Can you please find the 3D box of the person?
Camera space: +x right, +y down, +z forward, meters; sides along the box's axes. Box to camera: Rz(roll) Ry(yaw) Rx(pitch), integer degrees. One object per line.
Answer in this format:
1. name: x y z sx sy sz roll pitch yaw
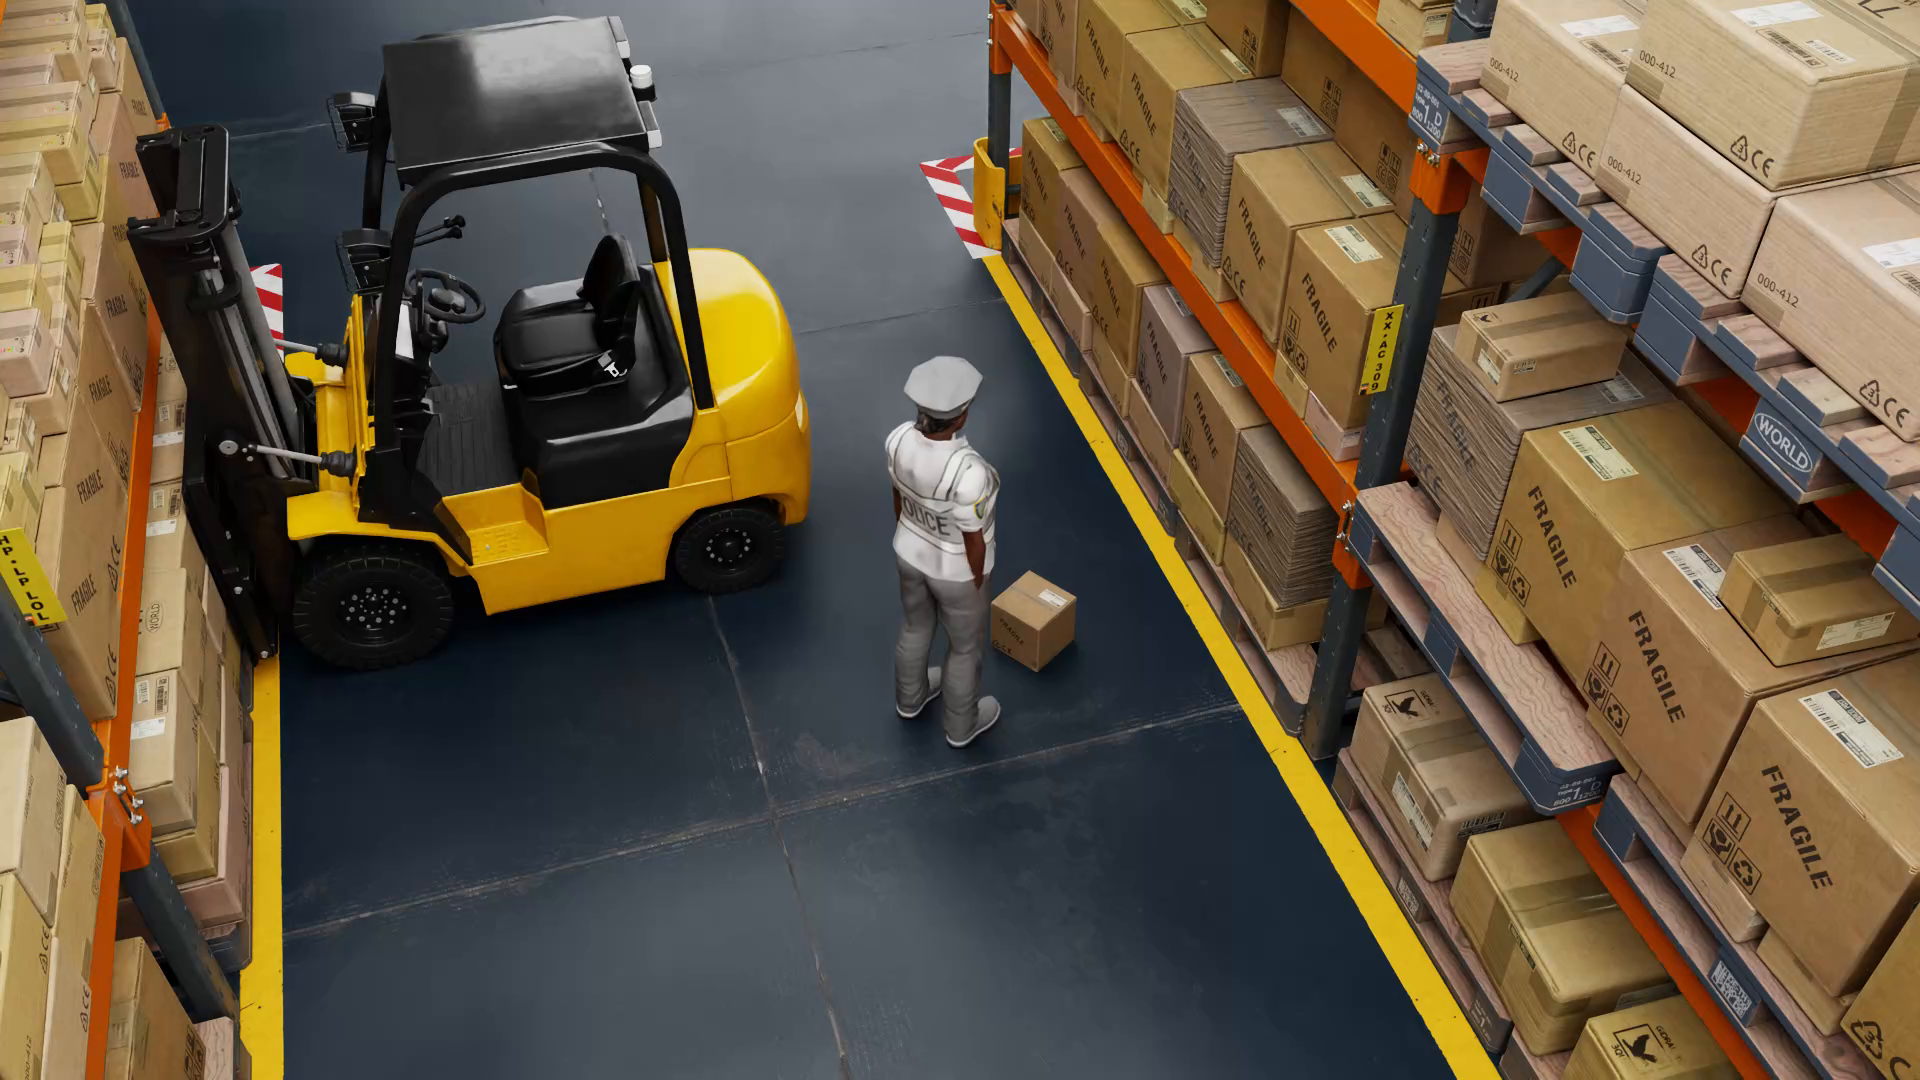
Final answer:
1. person: -0.058 0.063 6.090 0.440 1.667 0.343 31 51 30
